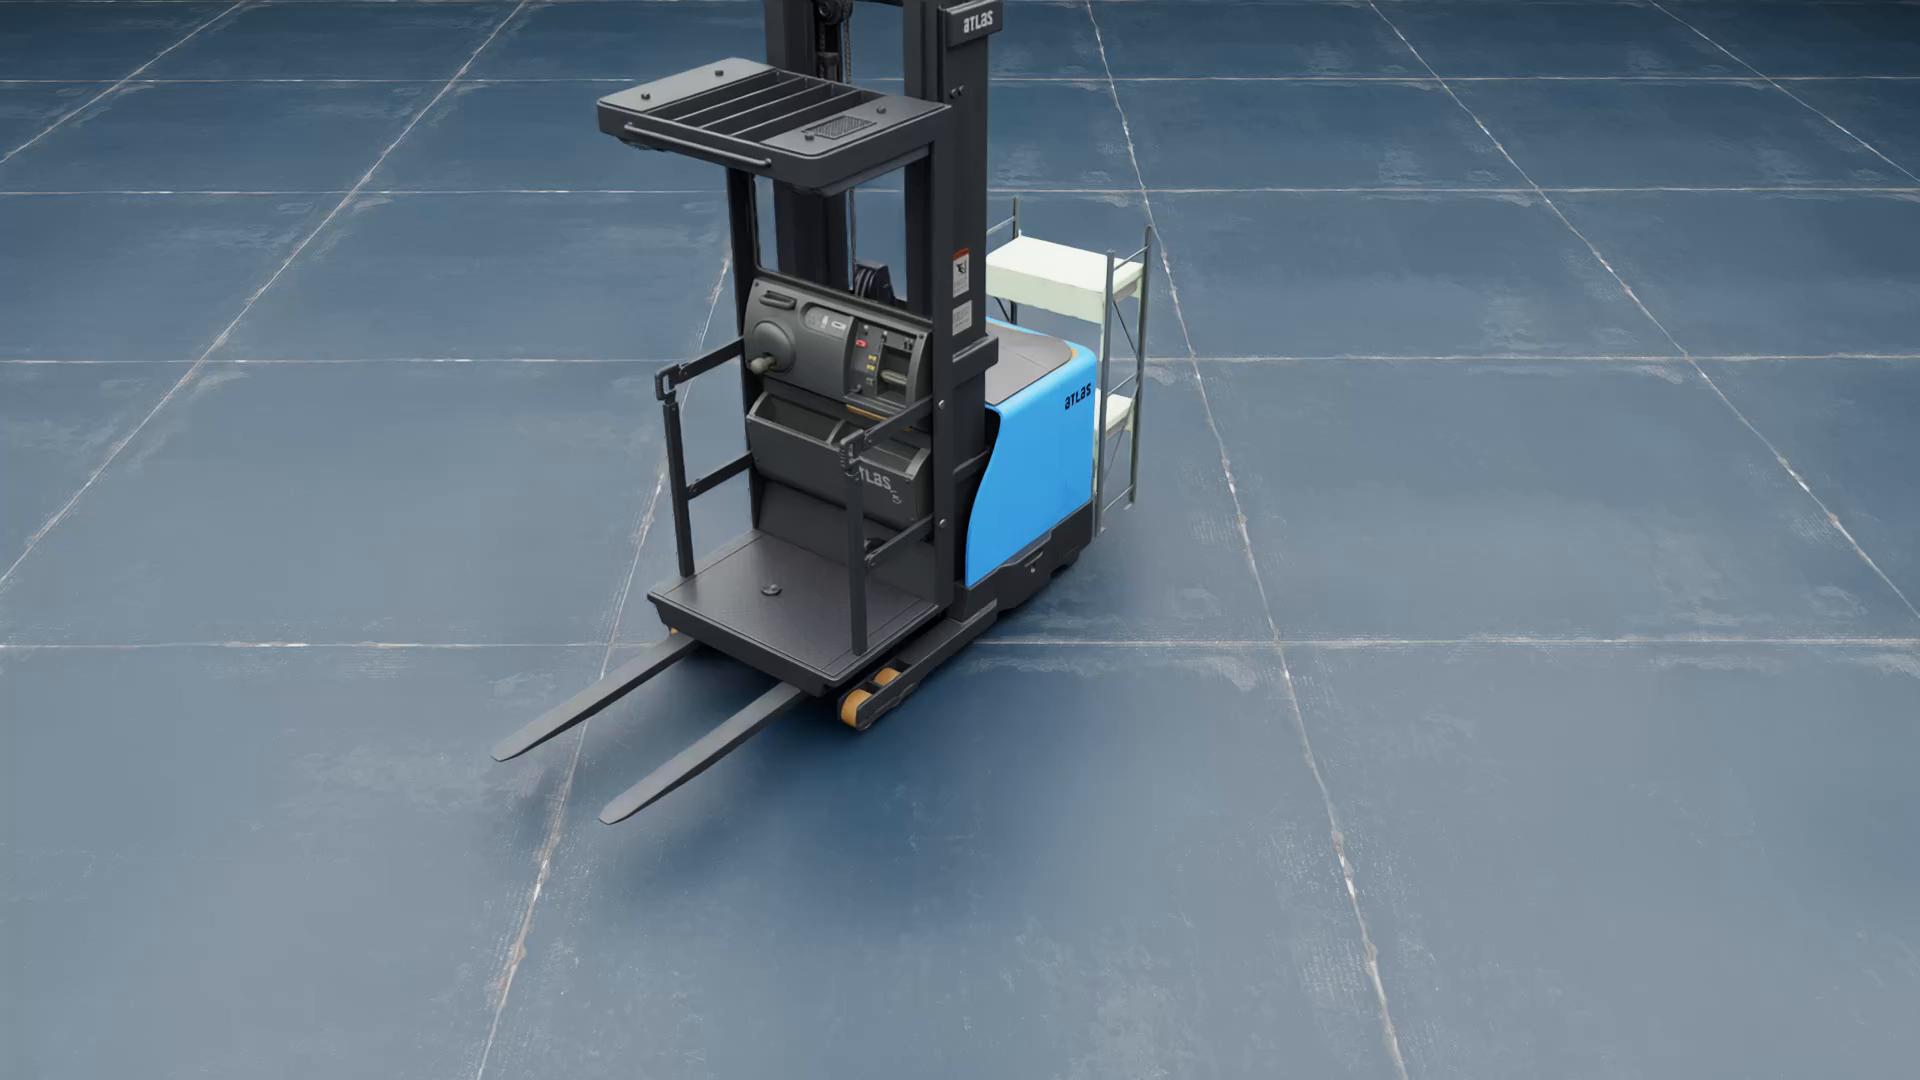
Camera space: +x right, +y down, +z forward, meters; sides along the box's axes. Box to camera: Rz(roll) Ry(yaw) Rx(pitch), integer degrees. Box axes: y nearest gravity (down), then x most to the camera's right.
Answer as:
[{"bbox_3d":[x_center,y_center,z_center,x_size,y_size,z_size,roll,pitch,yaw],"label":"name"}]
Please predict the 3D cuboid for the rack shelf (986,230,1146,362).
[{"bbox_3d":[0.479,-1.184,8.003,0.720,0.370,0.431,19,36,28],"label":"rack shelf"}]

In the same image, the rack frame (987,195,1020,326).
[{"bbox_3d":[0.174,-0.956,8.379,0.023,1.500,0.400,19,36,28],"label":"rack frame"}]

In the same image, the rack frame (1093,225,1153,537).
[{"bbox_3d":[0.784,-0.745,8.033,0.023,1.500,0.400,19,36,28],"label":"rack frame"}]

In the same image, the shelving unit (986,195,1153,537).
[{"bbox_3d":[0.479,-0.851,8.206,0.755,1.500,0.431,19,36,28],"label":"shelving unit"}]

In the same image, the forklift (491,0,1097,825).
[{"bbox_3d":[-0.644,-0.749,6.660,1.130,2.935,3.031,21,37,31],"label":"forklift"}]

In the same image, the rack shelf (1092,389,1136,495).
[{"bbox_3d":[0.479,-0.572,8.375,0.720,0.370,0.431,19,36,28],"label":"rack shelf"}]
